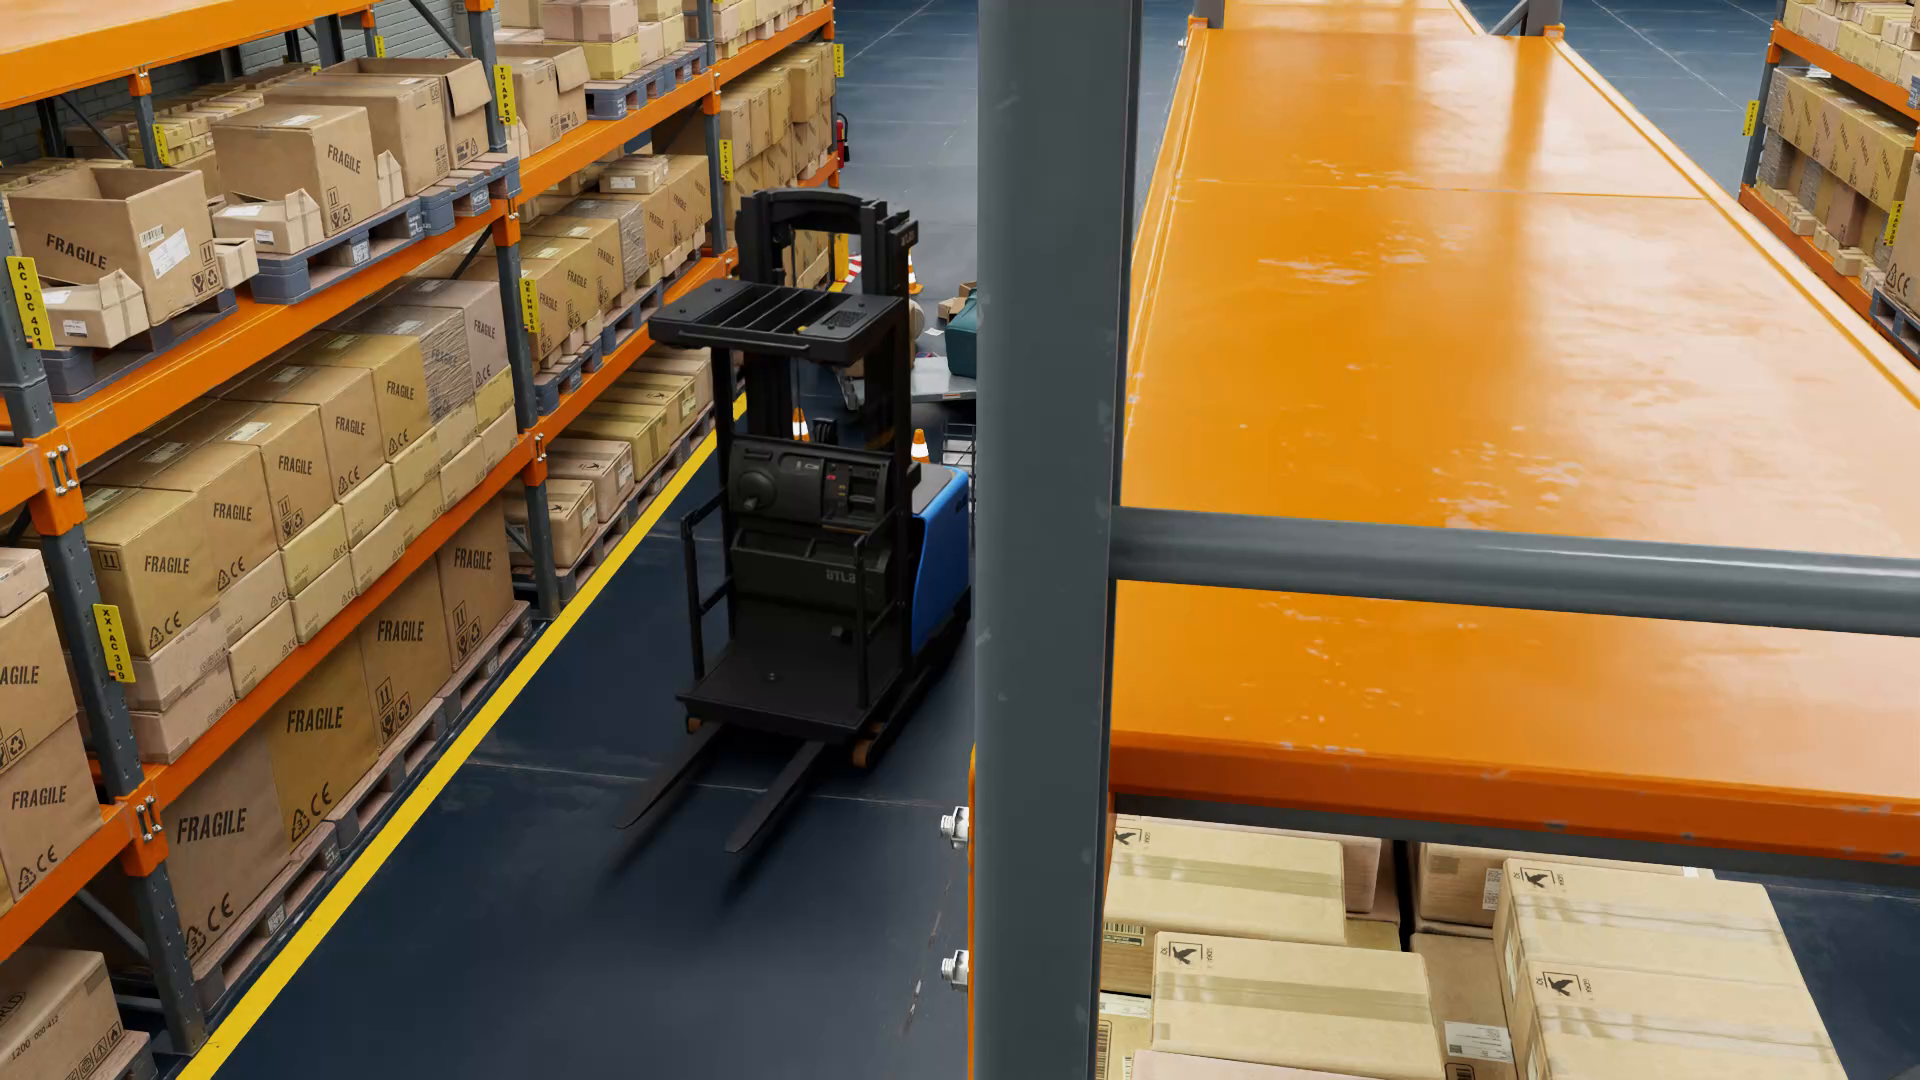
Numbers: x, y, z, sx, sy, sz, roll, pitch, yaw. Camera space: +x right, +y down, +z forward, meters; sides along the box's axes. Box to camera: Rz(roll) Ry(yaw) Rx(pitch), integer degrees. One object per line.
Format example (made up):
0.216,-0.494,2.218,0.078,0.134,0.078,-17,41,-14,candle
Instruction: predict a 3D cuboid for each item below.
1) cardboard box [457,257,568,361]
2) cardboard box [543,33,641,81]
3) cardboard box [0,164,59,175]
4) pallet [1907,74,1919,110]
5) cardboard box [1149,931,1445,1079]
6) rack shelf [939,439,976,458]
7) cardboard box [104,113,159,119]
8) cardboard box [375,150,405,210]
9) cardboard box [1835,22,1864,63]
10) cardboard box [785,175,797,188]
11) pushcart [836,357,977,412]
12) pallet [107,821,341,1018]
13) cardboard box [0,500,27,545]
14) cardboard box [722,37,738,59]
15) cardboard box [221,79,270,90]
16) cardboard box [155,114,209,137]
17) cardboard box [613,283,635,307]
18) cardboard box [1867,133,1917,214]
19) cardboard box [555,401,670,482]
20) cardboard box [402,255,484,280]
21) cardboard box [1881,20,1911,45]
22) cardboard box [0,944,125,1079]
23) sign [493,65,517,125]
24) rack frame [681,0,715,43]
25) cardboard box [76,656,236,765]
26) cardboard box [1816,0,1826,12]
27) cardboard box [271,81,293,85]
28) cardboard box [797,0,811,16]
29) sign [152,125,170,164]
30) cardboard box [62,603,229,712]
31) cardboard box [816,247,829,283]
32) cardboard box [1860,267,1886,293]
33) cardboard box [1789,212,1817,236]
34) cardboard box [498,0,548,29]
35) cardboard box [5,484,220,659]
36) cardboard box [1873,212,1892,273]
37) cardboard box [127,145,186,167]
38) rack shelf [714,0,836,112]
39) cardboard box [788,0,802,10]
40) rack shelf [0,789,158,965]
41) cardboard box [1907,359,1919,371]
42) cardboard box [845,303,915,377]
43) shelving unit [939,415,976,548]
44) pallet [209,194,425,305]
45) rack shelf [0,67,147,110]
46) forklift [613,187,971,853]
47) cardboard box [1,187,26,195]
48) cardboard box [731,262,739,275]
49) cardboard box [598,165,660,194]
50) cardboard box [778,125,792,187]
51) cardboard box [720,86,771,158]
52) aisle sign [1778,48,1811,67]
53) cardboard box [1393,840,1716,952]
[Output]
-2.778,-1.435,10.313,0.500,0.500,0.500,3,25,7,cardboard box
-2.551,-3.367,11.549,0.500,0.250,0.500,4,25,9,cardboard box
-7.688,-3.006,13.751,0.380,0.149,0.250,3,25,7,cardboard box
7.145,-2.901,11.093,1.213,0.211,1.003,4,25,9,pallet
0.455,0.694,2.309,0.380,0.149,0.250,3,25,7,cardboard box
-0.001,-0.619,11.452,0.258,0.077,0.200,4,25,9,rack shelf
-7.458,-3.750,14.988,0.380,0.149,0.250,4,25,8,cardboard box
-2.960,-1.780,8.139,0.396,0.266,0.258,3,25,7,cardboard box
7.427,-4.018,13.433,0.500,0.250,0.500,5,26,10,cardboard box
-1.763,-3.413,15.800,0.380,0.149,0.250,4,25,8,cardboard box
-0.169,-1.241,13.955,1.648,0.377,0.936,-5,25,-10,pushcart
-3.682,1.716,7.836,1.003,0.211,1.213,4,25,9,pallet
-3.908,0.078,6.747,0.500,0.500,0.500,5,26,10,cardboard box
-2.033,-4.029,13.577,0.380,0.149,0.250,4,25,9,cardboard box
-7.114,-4.496,16.582,0.380,0.149,0.250,5,26,10,cardboard box
-6.993,-3.717,14.919,0.380,0.149,0.250,4,25,8,cardboard box
-2.531,-1.764,11.782,0.380,0.149,0.250,5,26,10,cardboard box
7.153,-2.719,12.372,0.500,0.500,0.500,4,25,9,cardboard box
-2.736,-0.754,12.427,0.950,0.372,0.625,5,26,10,cardboard box
-3.280,-1.472,10.392,0.500,0.500,0.500,3,25,7,cardboard box
7.228,-3.839,12.582,0.380,0.149,0.250,3,25,7,cardboard box
-3.942,2.006,6.453,0.875,0.438,0.875,4,25,8,cardboard box
-2.534,-2.479,9.266,0.100,0.325,0.005,4,25,9,sign
-2.426,-5.282,12.420,1.000,3.000,0.127,4,25,9,rack frame
-3.401,0.683,6.930,0.500,0.250,0.500,3,25,7,cardboard box
7.559,-4.599,14.205,0.380,0.149,0.250,5,26,11,cardboard box
-6.593,-4.458,16.501,0.380,0.149,0.250,5,25,10,cardboard box
-1.640,-5.099,15.864,0.380,0.149,0.250,5,26,10,cardboard box
-6.787,-3.363,14.123,0.100,0.325,0.005,4,25,9,sign
-3.383,0.458,6.821,0.500,0.250,0.500,3,25,7,cardboard box
-1.643,-2.816,16.977,0.500,0.250,0.500,4,25,8,cardboard box
7.146,-1.979,12.736,0.380,0.149,0.250,4,25,9,cardboard box
7.382,-2.714,14.307,0.380,0.149,0.250,4,25,9,cardboard box
-2.989,-3.847,11.983,0.500,0.250,0.500,3,25,7,cardboard box
-3.378,0.118,6.661,0.500,0.500,0.500,4,25,9,cardboard box
7.485,-2.243,12.534,0.875,0.500,0.500,4,25,9,cardboard box
-7.012,-3.362,14.511,0.380,0.149,0.250,4,25,8,cardboard box
-2.099,-4.434,14.996,1.077,0.370,4.000,4,25,9,rack shelf
-1.754,-5.003,15.188,0.500,0.250,0.500,5,25,10,cardboard box
-4.060,1.943,4.909,1.077,0.370,4.000,4,25,9,rack shelf
7.455,-1.101,13.018,0.500,0.500,0.500,3,25,7,cardboard box
-0.665,-1.665,13.825,0.500,0.500,0.500,4,25,9,cardboard box
-0.001,-0.404,11.552,0.258,0.900,0.210,4,25,9,shelving unit
-3.313,-1.424,7.939,1.003,0.211,1.213,5,26,11,pallet
-7.651,-3.104,12.153,1.077,0.370,4.000,4,25,9,rack shelf
-0.897,-0.272,8.873,1.130,2.935,3.031,8,26,17,forklift
-7.294,-2.656,13.003,0.380,0.149,0.250,3,25,7,cardboard box
-1.984,-2.420,14.480,0.380,0.149,0.250,4,25,9,cardboard box
-2.400,-2.615,12.069,0.380,0.149,0.250,3,25,6,cardboard box
-1.862,-3.543,15.313,0.500,0.500,0.500,4,25,9,cardboard box
-2.035,-3.579,14.210,0.700,0.500,0.500,4,25,9,cardboard box
7.718,-4.776,15.348,0.394,0.787,0.004,4,25,9,aisle sign
1.019,0.643,2.887,0.500,0.250,0.500,4,25,9,cardboard box
